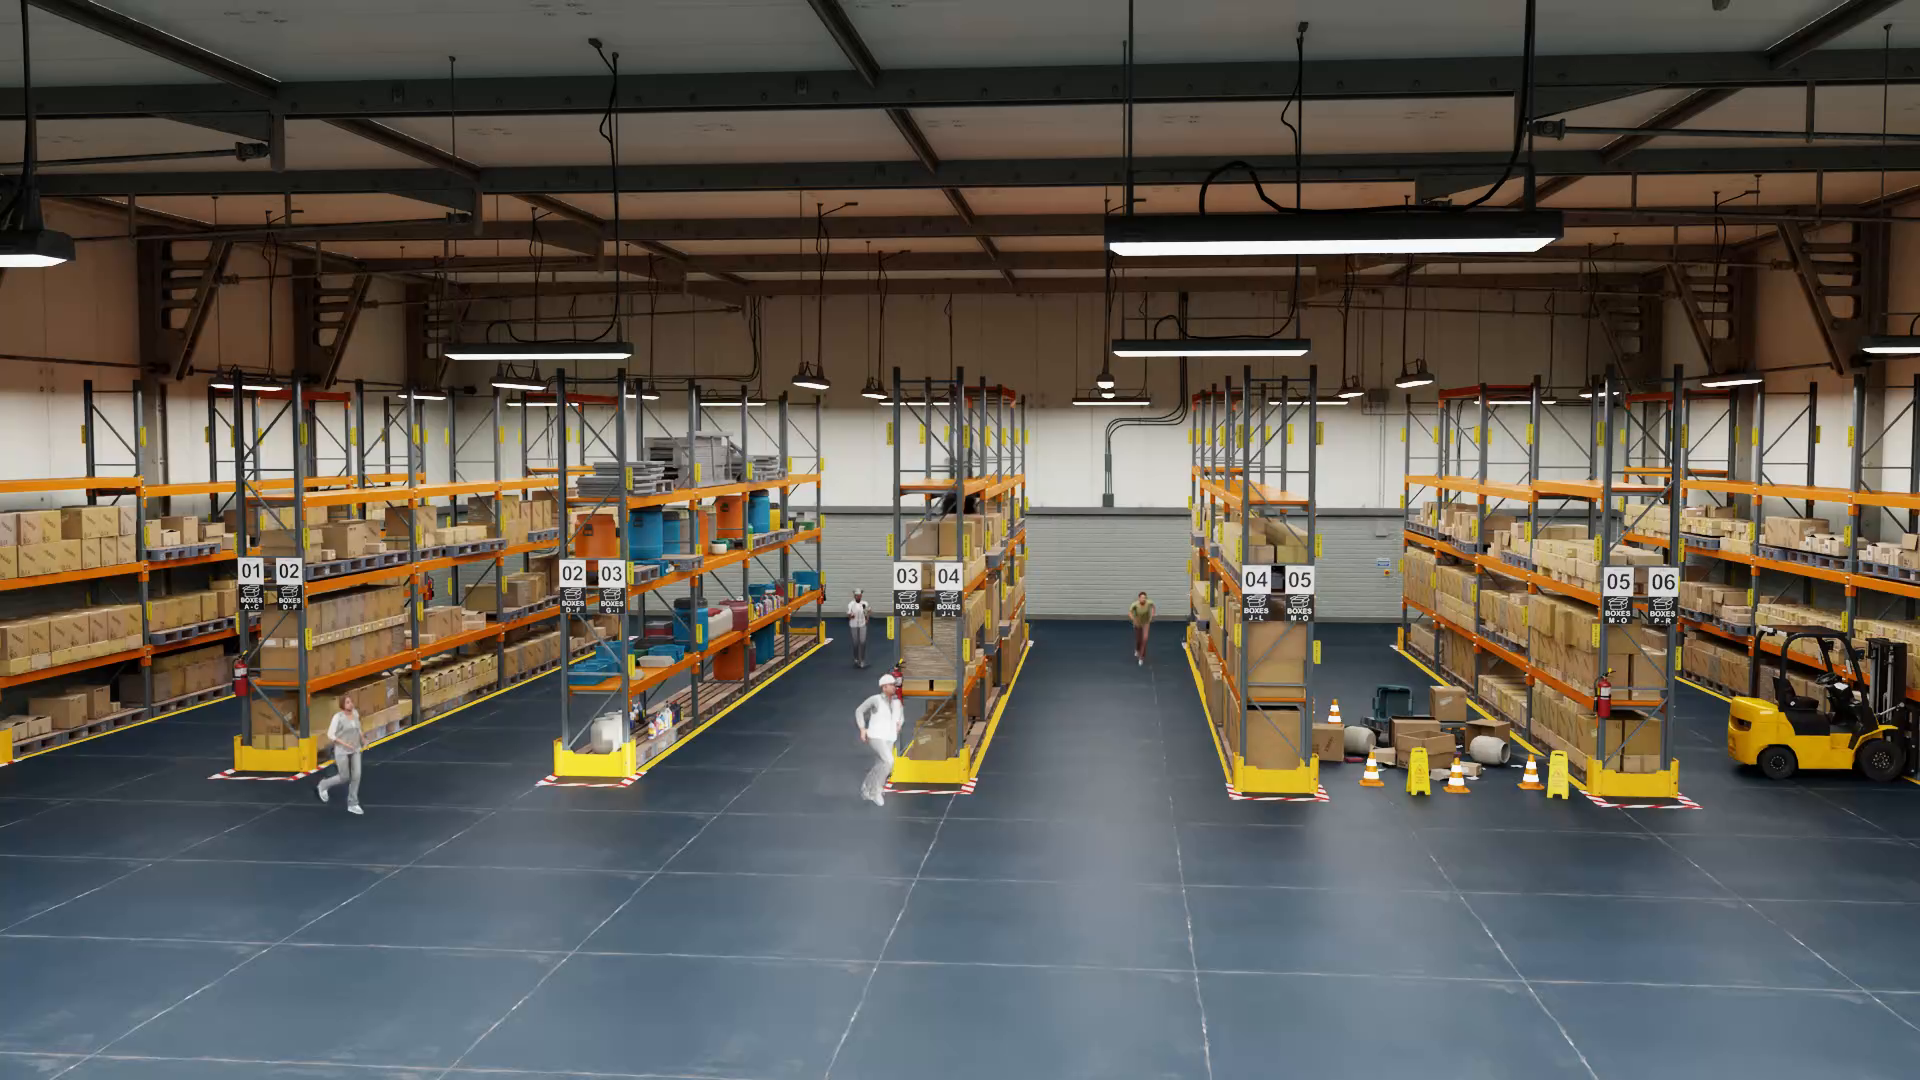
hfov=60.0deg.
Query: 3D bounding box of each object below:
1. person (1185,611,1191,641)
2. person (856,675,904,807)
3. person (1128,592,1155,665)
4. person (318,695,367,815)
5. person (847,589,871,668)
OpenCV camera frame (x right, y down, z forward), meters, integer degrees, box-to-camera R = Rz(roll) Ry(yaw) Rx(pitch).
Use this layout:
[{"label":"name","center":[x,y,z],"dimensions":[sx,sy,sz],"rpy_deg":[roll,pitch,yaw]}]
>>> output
[{"label":"person","center":[5.921,1.644,40.572],"dimensions":[0.731,1.714,0.714],"rpy_deg":[0,4,-5]},{"label":"person","center":[-1.041,2.713,22.779],"dimensions":[0.654,1.736,0.696],"rpy_deg":[-3,5,-43]},{"label":"person","center":[4.021,1.925,36.958],"dimensions":[0.605,1.623,0.995],"rpy_deg":[0,4,-5]},{"label":"person","center":[-8.228,2.848,22.232],"dimensions":[0.741,1.592,0.545],"rpy_deg":[2,4,32]},{"label":"person","center":[-2.207,1.918,36.223],"dimensions":[0.523,1.733,0.763],"rpy_deg":[0,4,-1]}]
